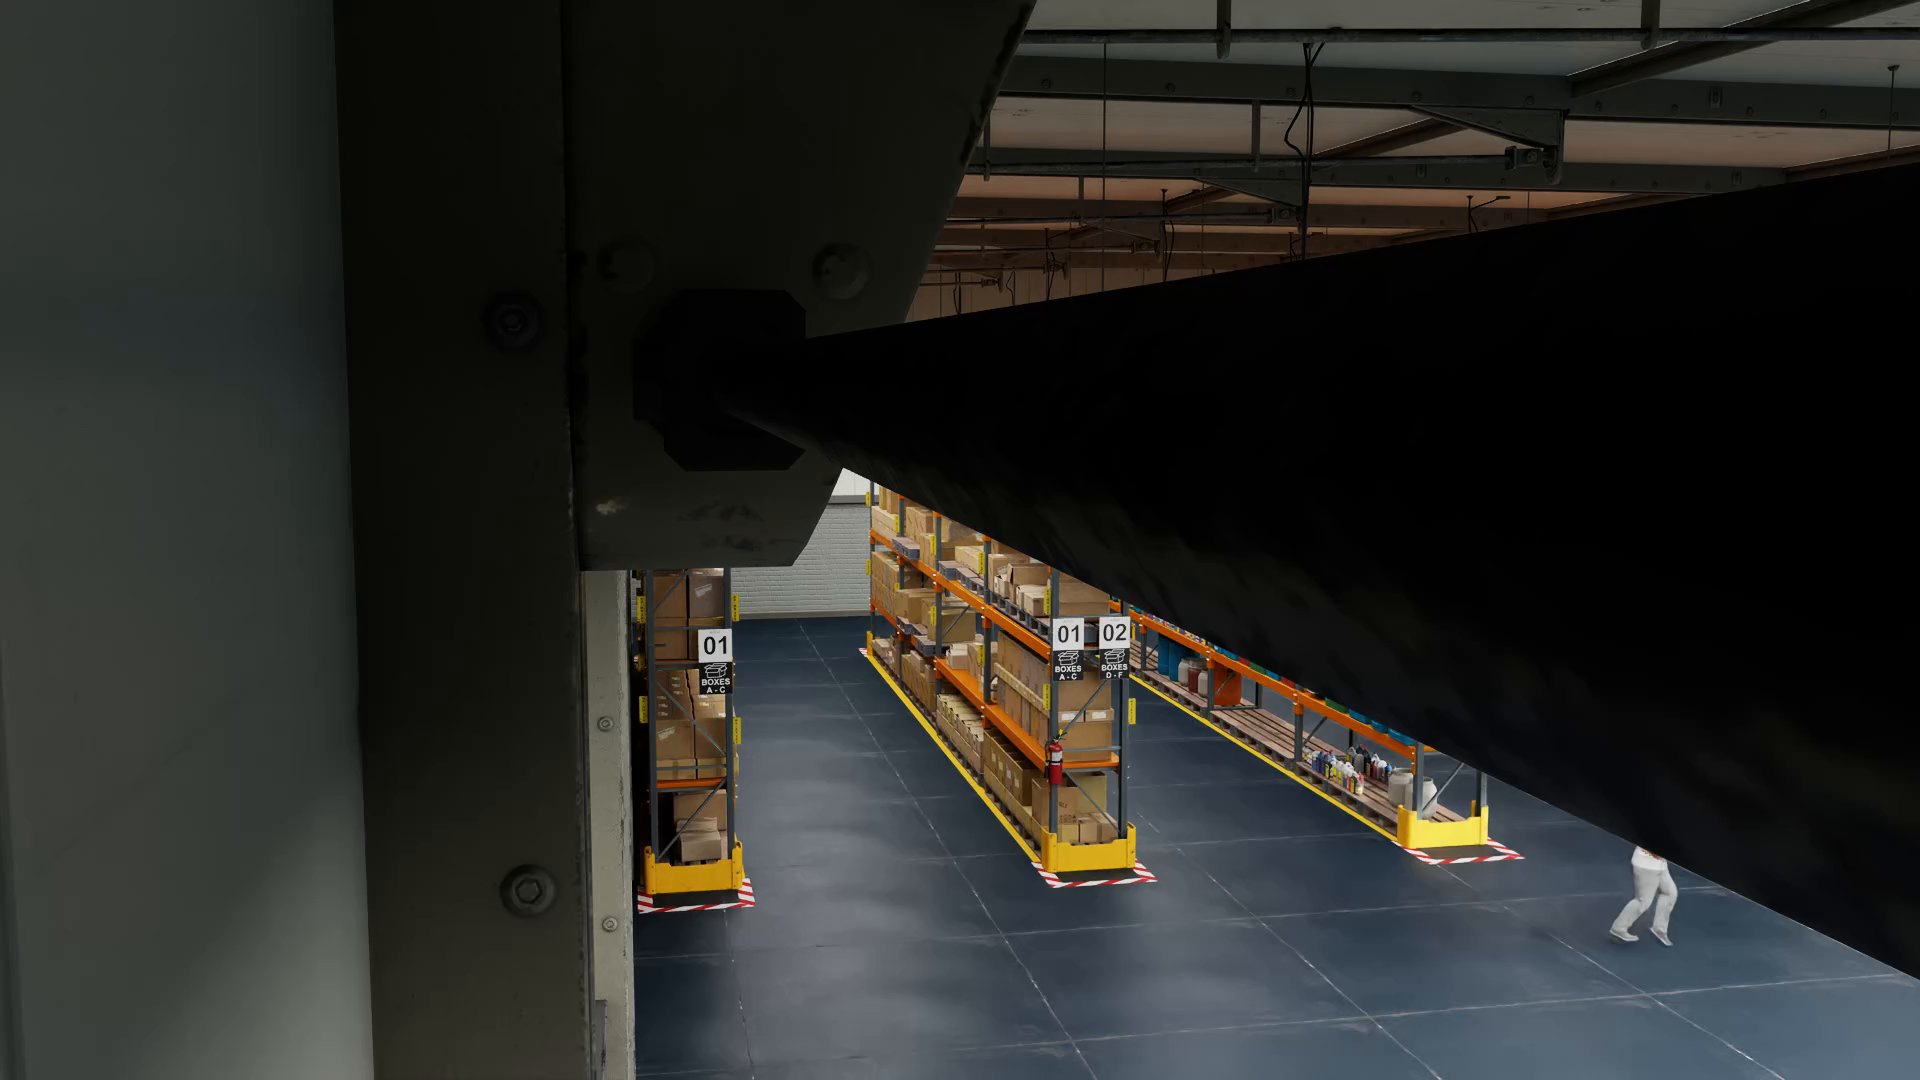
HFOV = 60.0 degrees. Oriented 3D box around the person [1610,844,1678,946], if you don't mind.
[{"bbox_3d":[7.520,3.625,18.198,0.718,1.717,0.604,2,6,20],"label":"person"}]
